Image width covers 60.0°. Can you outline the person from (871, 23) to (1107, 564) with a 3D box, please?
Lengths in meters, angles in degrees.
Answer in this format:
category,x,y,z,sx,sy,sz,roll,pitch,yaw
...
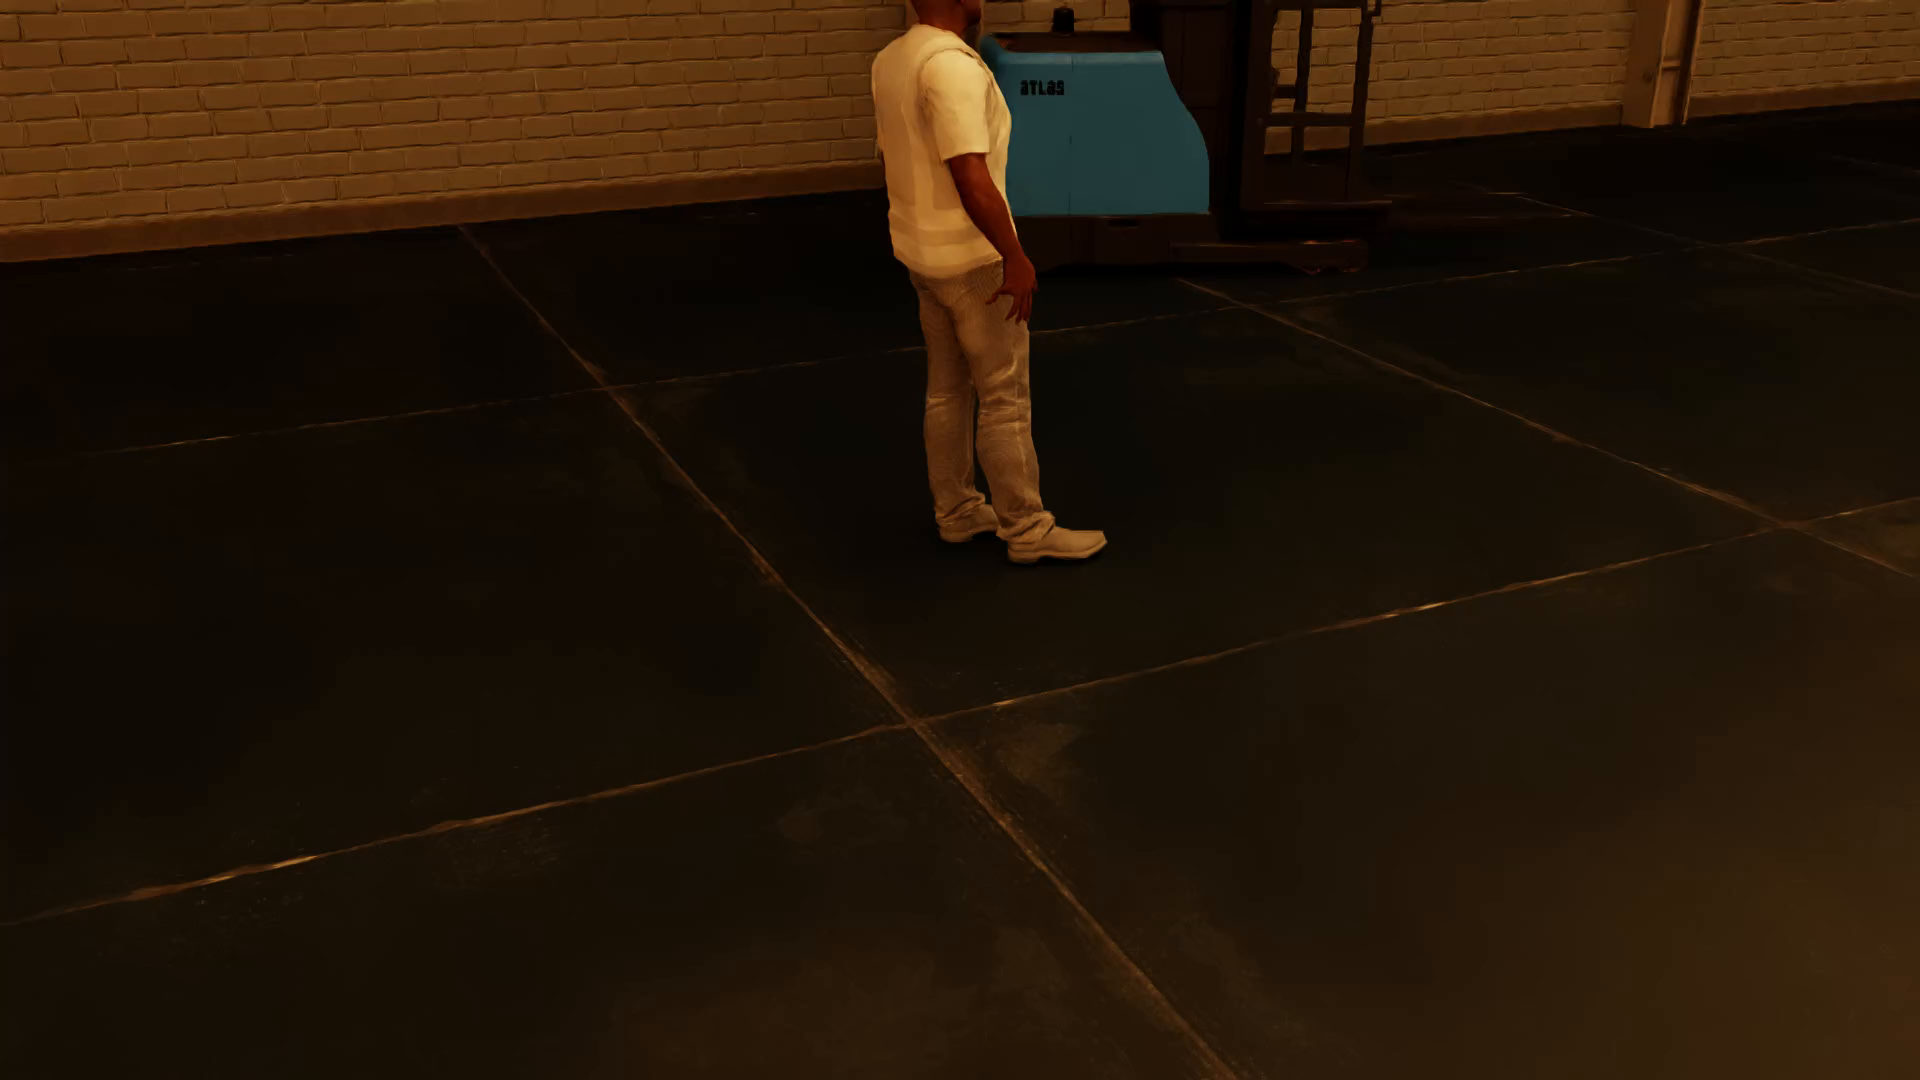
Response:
category,x,y,z,sx,sy,sz,roll,pitch,yaw
person,0.065,-0.831,4.788,0.576,1.766,0.644,-10,25,-23

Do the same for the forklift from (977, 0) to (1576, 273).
category,x,y,z,sx,sy,sz,roll,pitch,yaw
forklift,1.624,-2.884,8.229,3.031,2.935,1.130,-2,23,-5
